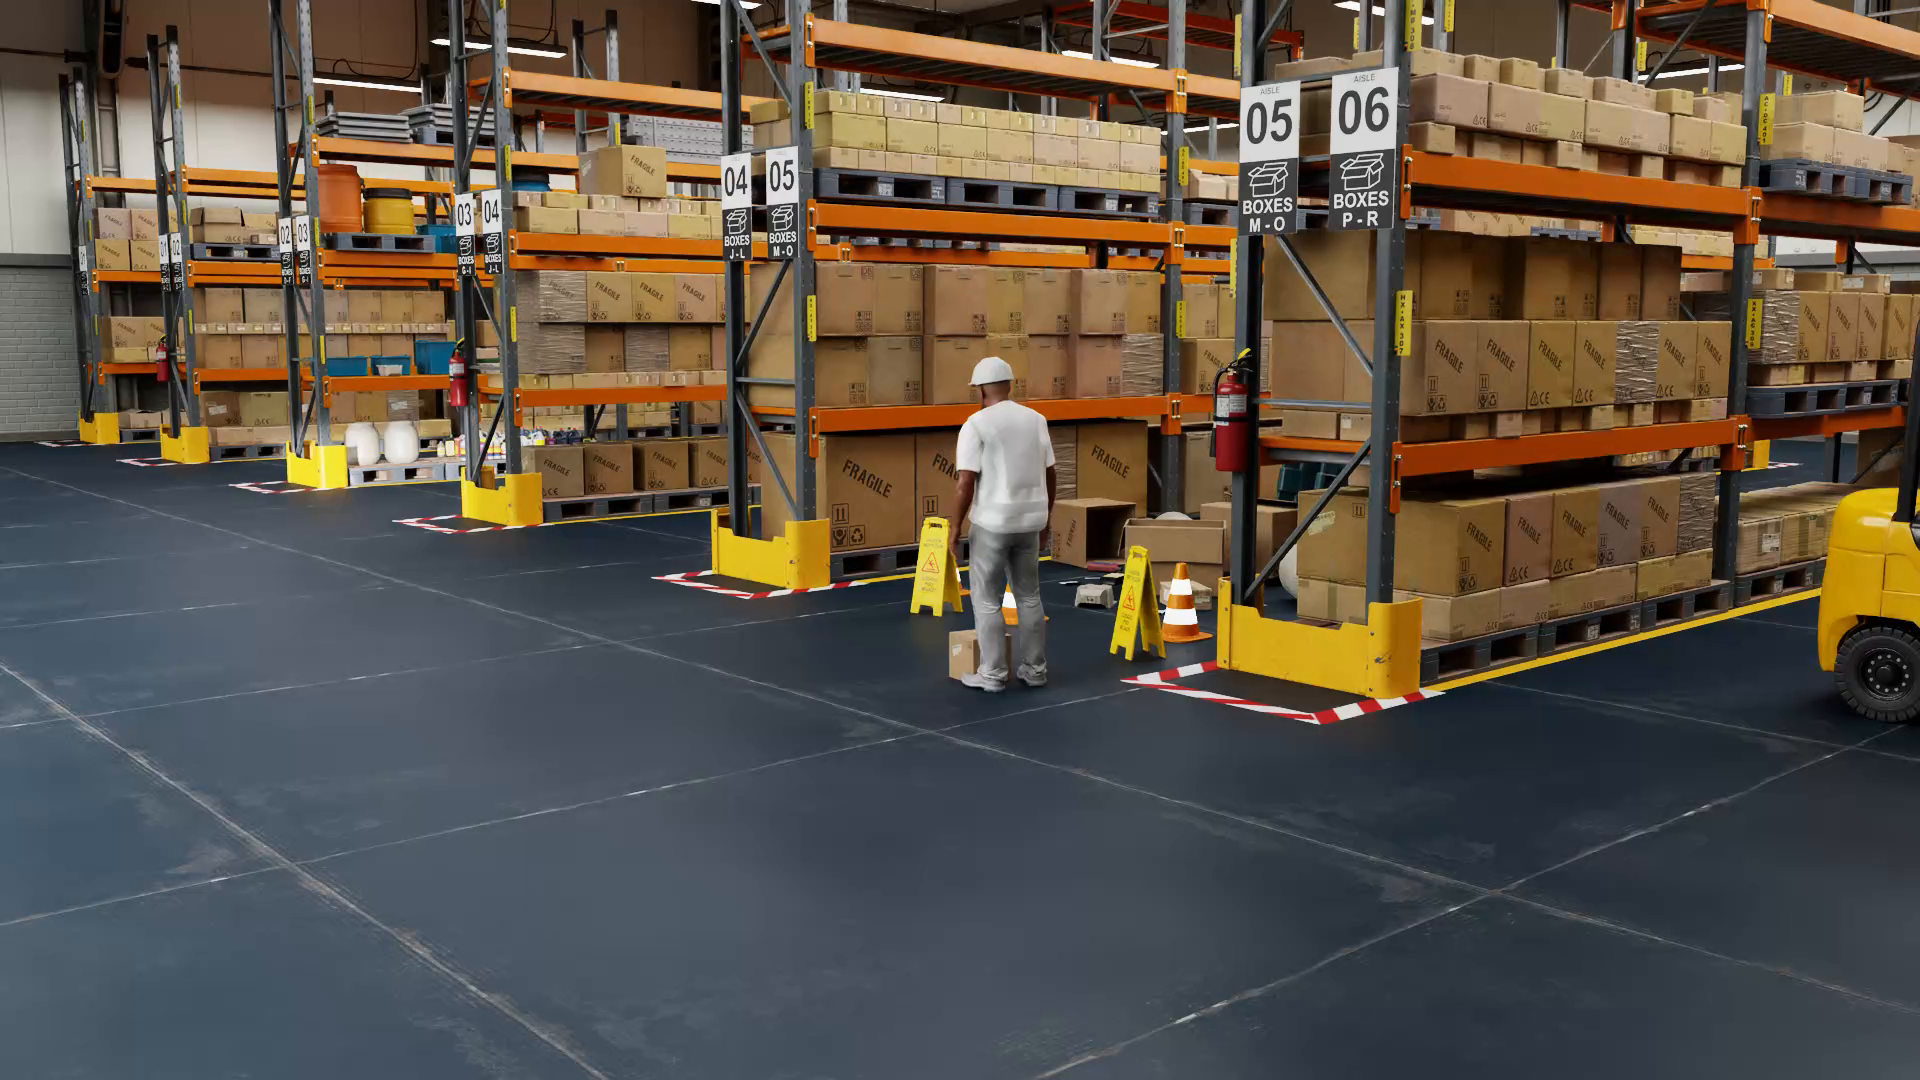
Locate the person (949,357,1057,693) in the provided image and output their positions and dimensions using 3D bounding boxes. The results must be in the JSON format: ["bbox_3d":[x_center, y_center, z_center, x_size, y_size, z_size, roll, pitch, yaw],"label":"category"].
[{"bbox_3d":[0.226,-0.088,8.829,0.637,1.761,0.460,-4,9,-31],"label":"person"}]
